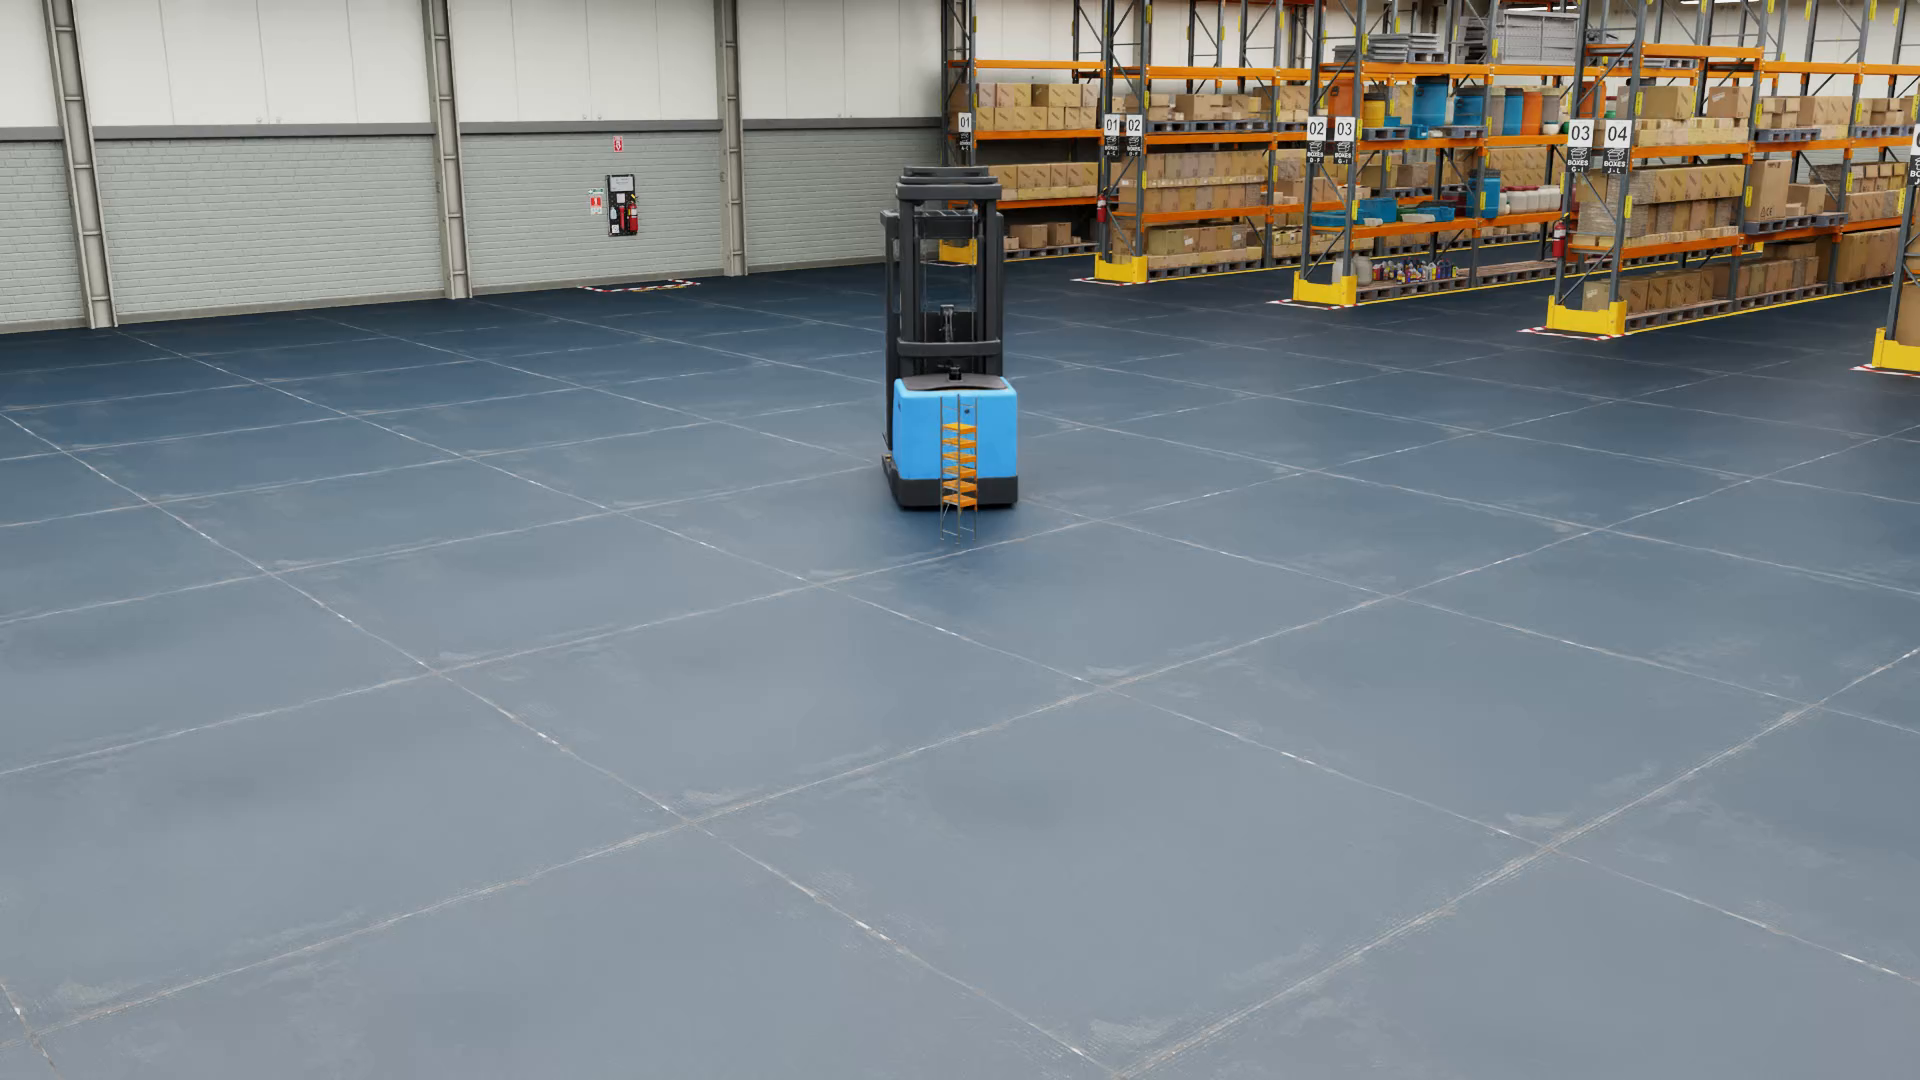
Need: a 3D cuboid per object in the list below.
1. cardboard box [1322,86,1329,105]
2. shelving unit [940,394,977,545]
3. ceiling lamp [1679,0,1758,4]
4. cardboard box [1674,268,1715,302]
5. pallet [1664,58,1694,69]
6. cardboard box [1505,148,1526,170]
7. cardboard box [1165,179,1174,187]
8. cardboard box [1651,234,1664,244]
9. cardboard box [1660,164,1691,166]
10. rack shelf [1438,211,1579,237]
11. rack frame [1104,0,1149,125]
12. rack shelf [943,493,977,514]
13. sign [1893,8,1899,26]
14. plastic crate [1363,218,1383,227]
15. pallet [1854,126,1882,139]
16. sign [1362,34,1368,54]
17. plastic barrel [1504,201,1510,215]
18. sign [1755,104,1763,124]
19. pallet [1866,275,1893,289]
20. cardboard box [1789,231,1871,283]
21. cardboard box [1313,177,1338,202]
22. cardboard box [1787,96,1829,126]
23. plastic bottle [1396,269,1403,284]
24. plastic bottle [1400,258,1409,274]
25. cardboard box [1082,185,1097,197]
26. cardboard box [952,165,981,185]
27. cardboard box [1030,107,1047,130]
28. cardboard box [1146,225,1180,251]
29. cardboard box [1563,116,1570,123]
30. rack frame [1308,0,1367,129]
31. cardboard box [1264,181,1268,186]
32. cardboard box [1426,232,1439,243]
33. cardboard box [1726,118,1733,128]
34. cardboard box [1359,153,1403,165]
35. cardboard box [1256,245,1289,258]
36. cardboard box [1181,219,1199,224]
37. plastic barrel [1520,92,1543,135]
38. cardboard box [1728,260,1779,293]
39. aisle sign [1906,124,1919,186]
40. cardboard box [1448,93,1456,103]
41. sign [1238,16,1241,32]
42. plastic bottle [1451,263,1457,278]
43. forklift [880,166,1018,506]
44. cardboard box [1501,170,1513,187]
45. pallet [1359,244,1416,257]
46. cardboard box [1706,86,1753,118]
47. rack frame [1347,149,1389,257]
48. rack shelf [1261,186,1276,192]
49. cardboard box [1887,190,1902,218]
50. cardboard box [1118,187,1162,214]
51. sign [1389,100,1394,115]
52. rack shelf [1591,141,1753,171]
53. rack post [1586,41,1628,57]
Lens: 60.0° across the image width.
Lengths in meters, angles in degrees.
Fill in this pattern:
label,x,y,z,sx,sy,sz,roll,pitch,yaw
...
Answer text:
label,x,y,z,sx,sy,sz,roll,pitch,yaw
cardboard box,9.739,-11.698,43.748,0.500,0.500,0.500,-13,20,-40
shelving unit,-0.011,-0.577,13.586,0.189,1.200,0.258,-13,19,-39
ceiling lamp,18.954,-15.040,41.309,0.800,3.185,2.000,-13,19,-39
cardboard box,12.409,-4.328,28.171,0.500,0.500,0.500,-13,20,-41
pallet,14.916,-10.180,35.566,1.213,0.211,1.003,-13,19,-39
cardboard box,13.589,-9.408,41.028,0.500,0.500,0.500,-13,20,-41
cardboard box,4.043,-7.118,33.135,0.250,0.149,0.380,-13,19,-39
cardboard box,10.859,-4.761,26.249,0.250,0.149,0.380,-13,19,-39
cardboard box,11.854,-5.956,27.529,0.500,0.500,0.500,-13,19,-39
rack shelf,10.994,-6.348,33.098,4.000,0.370,1.077,-13,19,-39
rack frame,3.219,-9.543,32.039,0.127,3.000,1.000,-13,19,-39
rack shelf,-0.011,-0.302,13.659,0.180,0.103,0.258,-13,19,-39
sign,18.426,-10.287,32.706,0.005,0.325,0.100,-13,19,-39
plastic crate,7.354,-5.641,29.567,0.250,0.136,0.298,-13,19,-39
pallet,16.205,-7.548,30.748,1.003,0.211,1.213,-12,19,-37
sign,6.826,-8.369,28.050,0.005,0.325,0.100,-13,19,-39
plastic barrel,10.585,-6.485,32.483,0.301,0.262,0.301,0,15,0
sign,13.099,-6.988,27.283,0.005,0.325,0.100,-13,19,-39
pallet,17.318,-5.048,32.239,1.213,0.211,1.003,-13,19,-39
cardboard box,16.288,-5.360,31.307,0.875,0.875,1.225,-14,20,-42
cardboard box,7.999,-7.761,36.798,0.500,0.500,0.500,-14,20,-42
cardboard box,14.795,-7.510,29.079,0.500,0.500,0.500,-12,19,-38
plastic bottle,8.040,-4.820,30.418,0.097,0.271,0.097,0,15,0
plastic bottle,8.462,-5.202,31.693,0.185,0.351,0.144,-14,20,-42
cardboard box,2.824,-8.084,38.453,0.500,0.250,0.500,-13,19,-39
cardboard box,0.181,-8.029,36.795,0.500,0.500,0.500,-13,20,-40
cardboard box,1.589,-9.391,37.050,0.500,0.500,0.500,-11,19,-36
cardboard box,4.173,-6.202,34.219,0.500,0.500,0.500,-13,19,-39
cardboard box,15.075,-10.593,42.074,0.500,0.250,0.500,-13,19,-39
rack frame,6.468,-8.578,28.426,0.127,3.000,1.000,-13,19,-39
cardboard box,7.753,-9.168,42.707,0.250,0.149,0.380,-12,19,-38
cardboard box,10.948,-7.289,39.218,0.500,0.500,0.500,-14,20,-41
cardboard box,12.287,-6.764,26.966,0.250,0.149,0.380,-14,20,-42
cardboard box,11.656,-10.375,46.199,0.700,0.700,0.980,-12,19,-37
cardboard box,6.704,-6.217,35.726,0.500,0.250,0.500,-13,20,-41
cardboard box,5.491,-7.836,41.266,0.500,0.500,0.700,-12,19,-39
plastic barrel,11.248,-8.484,33.054,0.708,0.830,0.600,-13,19,-39
cardboard box,14.008,-4.670,29.411,0.700,0.500,0.500,14,20,42
aisle sign,12.648,-5.035,21.750,0.004,0.787,0.394,-13,19,-39
cardboard box,11.354,-10.237,39.250,0.600,0.600,0.600,-13,20,-40
sign,5.871,-10.814,34.833,0.005,0.325,0.100,-13,19,-39
plastic bottle,9.339,-5.112,31.485,0.133,0.283,0.061,-11,19,-37
forklift,-0.171,-2.042,15.715,1.130,2.935,3.031,-2,15,-6
cardboard box,13.219,-8.846,40.862,0.500,0.500,0.500,-12,19,-38
pallet,9.842,-6.772,38.692,1.213,0.211,1.003,-13,19,-39
cardboard box,12.565,-7.150,27.153,0.500,0.500,0.500,-13,20,-41
rack frame,9.254,-8.000,37.887,0.127,3.000,1.000,-13,19,-39
rack shelf,7.508,-8.955,42.856,4.000,0.370,1.077,-13,19,-39
cardboard box,17.831,-6.492,32.047,0.500,0.500,0.500,-13,20,-40
cardboard box,3.580,-6.769,33.087,0.500,0.500,0.700,-13,19,-39
sign,9.612,-9.628,37.013,0.005,0.325,0.100,-13,19,-39
rack shelf,11.228,-6.156,26.565,4.000,0.370,1.077,-13,19,-39
rack post,13.023,-10.027,33.999,0.937,0.300,0.954,-13,19,-39
